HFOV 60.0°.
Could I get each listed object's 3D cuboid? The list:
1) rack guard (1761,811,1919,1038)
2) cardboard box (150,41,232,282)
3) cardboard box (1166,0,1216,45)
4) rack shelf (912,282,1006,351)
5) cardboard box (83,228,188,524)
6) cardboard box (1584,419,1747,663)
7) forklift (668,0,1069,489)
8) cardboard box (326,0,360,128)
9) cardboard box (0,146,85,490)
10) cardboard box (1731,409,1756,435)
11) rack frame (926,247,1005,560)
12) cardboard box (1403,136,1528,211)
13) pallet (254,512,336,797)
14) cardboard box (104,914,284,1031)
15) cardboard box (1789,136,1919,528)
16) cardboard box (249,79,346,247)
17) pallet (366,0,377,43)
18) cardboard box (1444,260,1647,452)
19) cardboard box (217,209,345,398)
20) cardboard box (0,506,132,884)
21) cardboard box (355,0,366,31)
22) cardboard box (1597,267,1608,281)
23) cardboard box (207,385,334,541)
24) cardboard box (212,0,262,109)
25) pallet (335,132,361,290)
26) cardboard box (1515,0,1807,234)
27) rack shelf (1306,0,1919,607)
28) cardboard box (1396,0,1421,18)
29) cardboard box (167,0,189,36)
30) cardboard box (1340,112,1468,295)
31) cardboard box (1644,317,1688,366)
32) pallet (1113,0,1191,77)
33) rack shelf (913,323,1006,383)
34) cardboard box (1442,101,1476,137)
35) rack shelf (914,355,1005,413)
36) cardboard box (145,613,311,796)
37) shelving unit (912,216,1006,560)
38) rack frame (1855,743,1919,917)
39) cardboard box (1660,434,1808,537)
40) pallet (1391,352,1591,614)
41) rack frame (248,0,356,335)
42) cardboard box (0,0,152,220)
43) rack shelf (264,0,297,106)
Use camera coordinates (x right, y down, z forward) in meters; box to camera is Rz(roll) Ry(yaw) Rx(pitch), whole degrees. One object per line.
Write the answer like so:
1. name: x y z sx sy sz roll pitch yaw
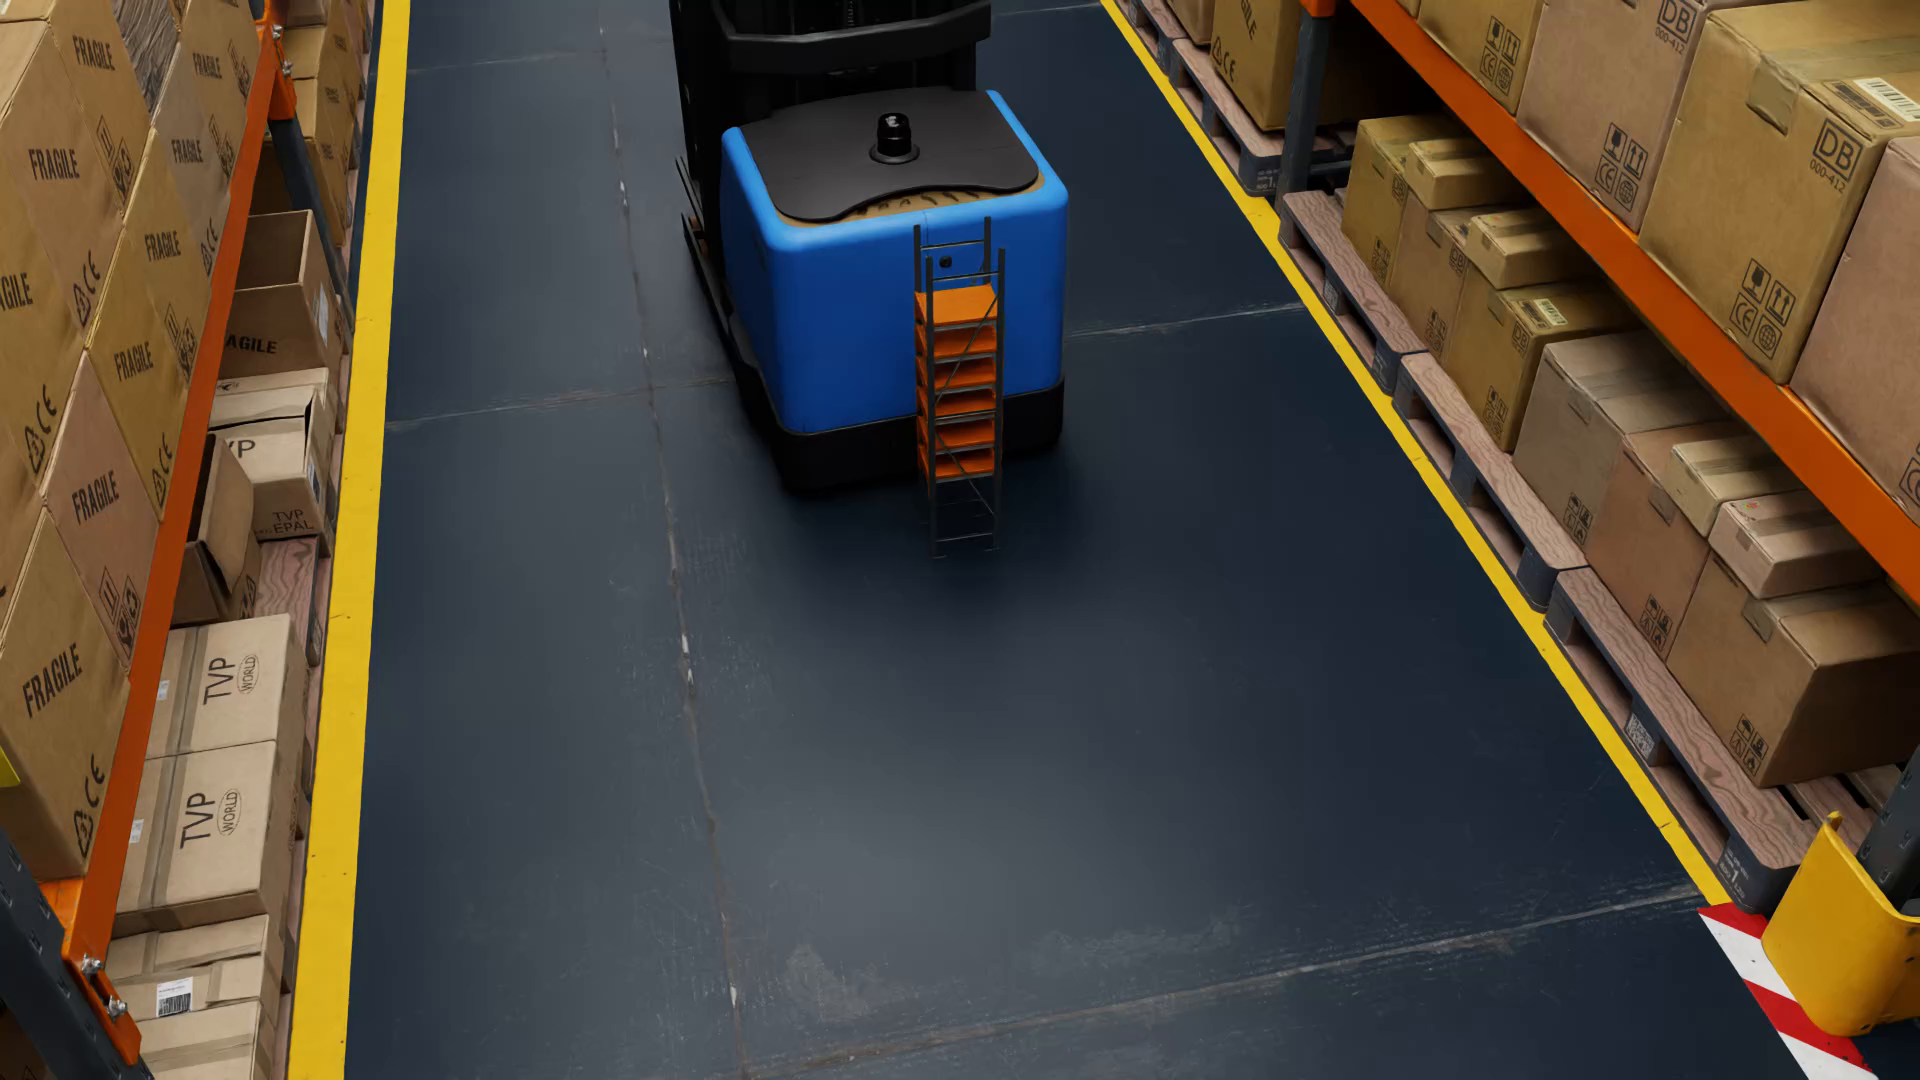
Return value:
1. rack guard: 2.768 0.913 4.345 1.175 0.500 0.348 -8 42 -9
2. cardboard box: -2.352 -1.001 4.543 0.500 0.500 0.500 -7 42 -8
3. cardboard box: 1.438 -2.962 8.130 0.750 0.750 0.750 -7 42 -8
4. rack shelf: -0.003 -0.694 5.153 0.258 0.103 0.180 -8 42 -9
5. cardboard box: -2.133 -0.347 3.806 0.500 0.500 0.500 -8 42 -9
6. cardboard box: 2.406 -0.023 5.083 0.700 0.500 0.500 -8 42 -9
7. forklift: -0.550 -2.267 6.096 1.130 2.935 3.031 -12 43 -13
8. cardboard box: -3.029 -2.165 7.481 0.500 0.500 0.500 -8 42 -9
9. cardboard box: -2.032 -0.400 3.112 0.500 0.500 0.500 -8 42 -9
10. cardboard box: 2.573 -0.380 4.996 0.380 0.149 0.250 -8 42 -9
11. rack frame: 0.017 -0.399 5.295 0.240 1.200 0.006 -8 42 -9
12. cardboard box: 1.857 -1.347 6.086 0.380 0.149 0.250 -7 42 -8
13. pallet: -2.522 0.363 5.183 1.003 0.211 1.213 -8 42 -9
14. cardboard box: -1.882 1.087 4.068 0.380 0.166 0.250 -8 42 -9
15. cardboard box: 2.643 -0.479 3.804 0.980 0.700 0.700 -7 42 -7
16. cardboard box: -2.803 -1.496 6.727 0.500 0.500 0.500 -10 43 -11
17. pallet: -3.676 -2.978 8.946 1.003 0.211 1.213 -8 42 -9
18. cardboard box: 2.175 -0.694 5.839 0.700 0.500 0.500 -7 42 -8
19. cardboard box: -2.537 -0.819 5.965 0.500 0.500 0.500 -8 42 -9
20. cardboard box: -1.911 0.312 3.064 0.500 0.500 0.500 -8 42 -8
21. cardboard box: -3.257 -2.832 8.233 0.500 0.500 0.500 -10 43 -11
22. cardboard box: 2.350 -1.042 5.742 0.380 0.149 0.250 -8 42 -9
23. cardboard box: -2.375 -0.262 5.480 0.500 0.311 0.500 -8 42 -9
24. cardboard box: -2.578 -1.668 5.294 0.500 0.500 0.500 -8 42 -9
25. pallet: -3.149 -1.397 7.165 1.003 0.211 1.213 -8 42 -9
26. cardboard box: 2.320 -1.444 4.891 0.980 0.700 0.700 -10 43 -11
27. rack shelf: 2.331 -1.065 5.232 1.077 0.370 4.000 -8 42 -9
28. cardboard box: 2.001 -2.388 5.955 0.980 0.700 0.700 -8 42 -9
29. cardboard box: -2.461 -1.707 4.585 0.500 0.500 0.500 -9 42 -10
30. cardboard box: 1.961 -1.353 6.581 0.700 0.500 0.500 -8 42 -9
31. cardboard box: 2.461 -0.711 5.369 0.380 0.149 0.250 -8 42 -9
32. pallet: 1.393 -2.869 8.823 1.003 0.211 1.213 -8 42 -9
33. rack shelf: -0.003 -0.604 5.232 0.258 0.103 0.180 -8 42 -9
34. cardboard box: 2.124 -1.718 6.504 0.380 0.149 0.250 -9 42 -10
35. rack shelf: -0.003 -0.515 5.312 0.258 0.103 0.180 -8 42 -9
36. cardboard box: -2.129 0.497 4.670 0.500 0.250 0.500 -8 42 -9
37. shelving unit: -0.003 -0.458 5.362 0.258 1.200 0.189 -8 42 -9
38. rack frame: 2.763 -0.037 3.533 1.000 3.000 0.127 -8 42 -9
39. cardboard box: 2.253 -0.164 4.753 0.380 0.149 0.250 -7 42 -8
40. pallet: 2.254 -0.291 5.919 1.003 0.211 1.213 -8 42 -9
41. rack frame: -2.936 -1.918 5.651 1.000 3.000 0.127 -8 42 -9
42. cardboard box: -2.245 -1.054 3.849 0.500 0.500 0.500 -9 42 -10
43. rack shelf: -3.368 -2.945 7.350 1.077 0.370 4.000 -8 42 -9
